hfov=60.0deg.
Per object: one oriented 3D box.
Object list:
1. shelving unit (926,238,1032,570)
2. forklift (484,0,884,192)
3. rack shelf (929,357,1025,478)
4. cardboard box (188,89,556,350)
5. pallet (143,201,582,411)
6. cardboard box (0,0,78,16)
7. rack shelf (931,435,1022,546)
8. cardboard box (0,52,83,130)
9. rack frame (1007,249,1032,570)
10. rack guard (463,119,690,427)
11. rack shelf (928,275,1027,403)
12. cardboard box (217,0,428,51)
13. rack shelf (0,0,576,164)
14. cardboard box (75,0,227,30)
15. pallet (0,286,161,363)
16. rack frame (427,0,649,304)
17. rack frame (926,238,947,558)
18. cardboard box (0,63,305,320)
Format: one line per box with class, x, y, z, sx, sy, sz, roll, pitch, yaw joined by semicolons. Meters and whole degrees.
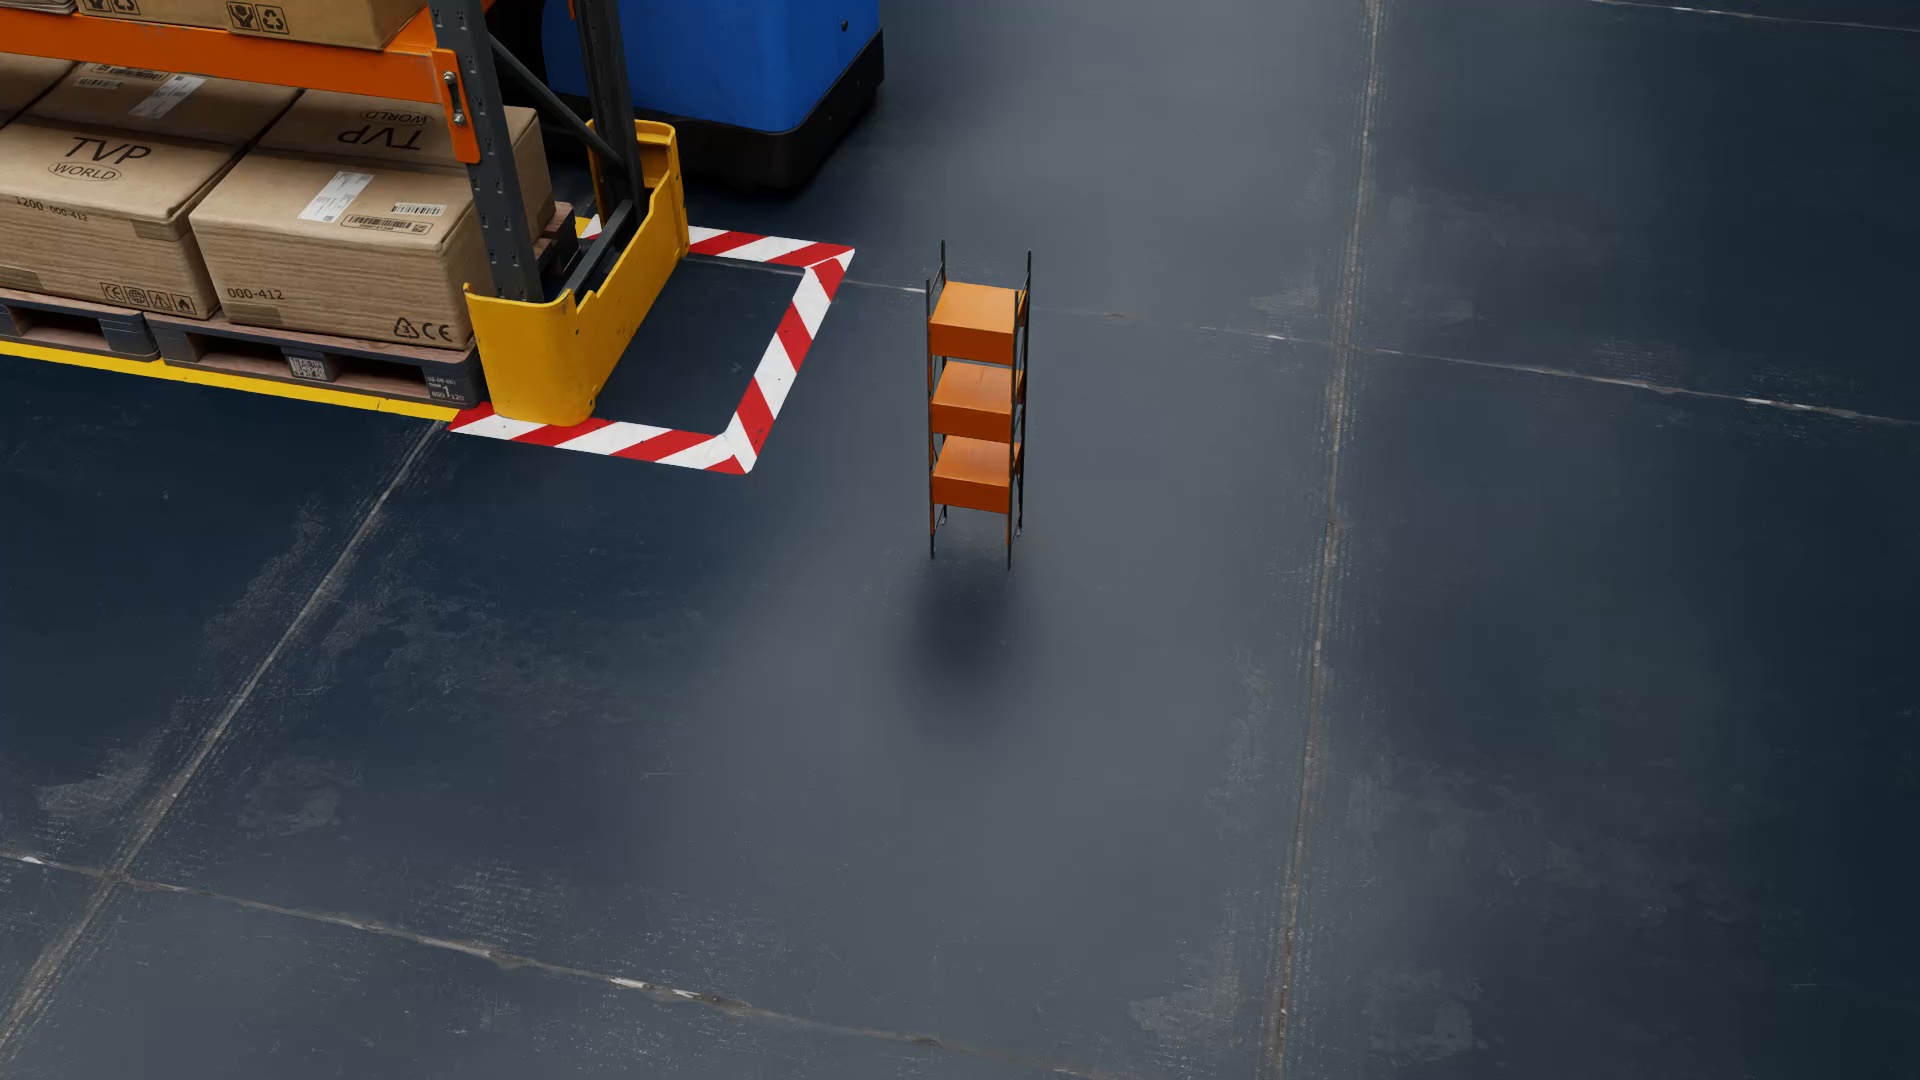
shelving unit;0.052;-0.370;4.877;0.252;1.050;0.215;9;45;9
forklift;-1.903;-3.075;6.331;3.031;2.935;1.130;14;46;14
rack shelf;0.052;-0.363;4.885;0.240;0.259;0.215;9;45;9
cardboard box;-2.014;-1.142;5.818;0.875;0.438;0.875;7;44;8
pallet;-2.145;-0.944;6.079;1.213;0.211;1.003;9;45;9
cardboard box;-2.867;-1.968;5.060;0.500;0.500;0.500;10;45;10
rack shelf;0.052;-0.162;5.078;0.240;0.259;0.215;9;45;9
cardboard box;-3.788;-1.412;6.099;0.875;0.438;0.875;8;44;8
rack frame;0.171;-0.352;4.858;0.008;1.050;0.200;9;45;9
rack guard;-1.324;-0.977;5.904;0.348;0.500;1.175;9;45;9
rack shelf;0.052;-0.567;4.688;0.240;0.259;0.215;9;45;9
cardboard box;-1.876;-1.811;4.896;0.500;0.500;0.500;9;45;9
rack shelf;-3.299;-1.925;5.605;4.000;0.370;1.077;9;45;9
cardboard box;-2.363;-1.897;4.986;0.500;0.500;0.500;8;44;8
pallet;-3.332;-1.131;6.273;1.213;0.211;1.003;9;45;9
rack frame;-1.348;-1.881;5.041;0.127;3.000;1.000;9;45;9
rack frame;-0.067;-0.389;4.897;0.008;1.050;0.200;9;45;9
cardboard box;-2.908;-1.274;5.956;0.875;0.438;0.875;10;45;10
